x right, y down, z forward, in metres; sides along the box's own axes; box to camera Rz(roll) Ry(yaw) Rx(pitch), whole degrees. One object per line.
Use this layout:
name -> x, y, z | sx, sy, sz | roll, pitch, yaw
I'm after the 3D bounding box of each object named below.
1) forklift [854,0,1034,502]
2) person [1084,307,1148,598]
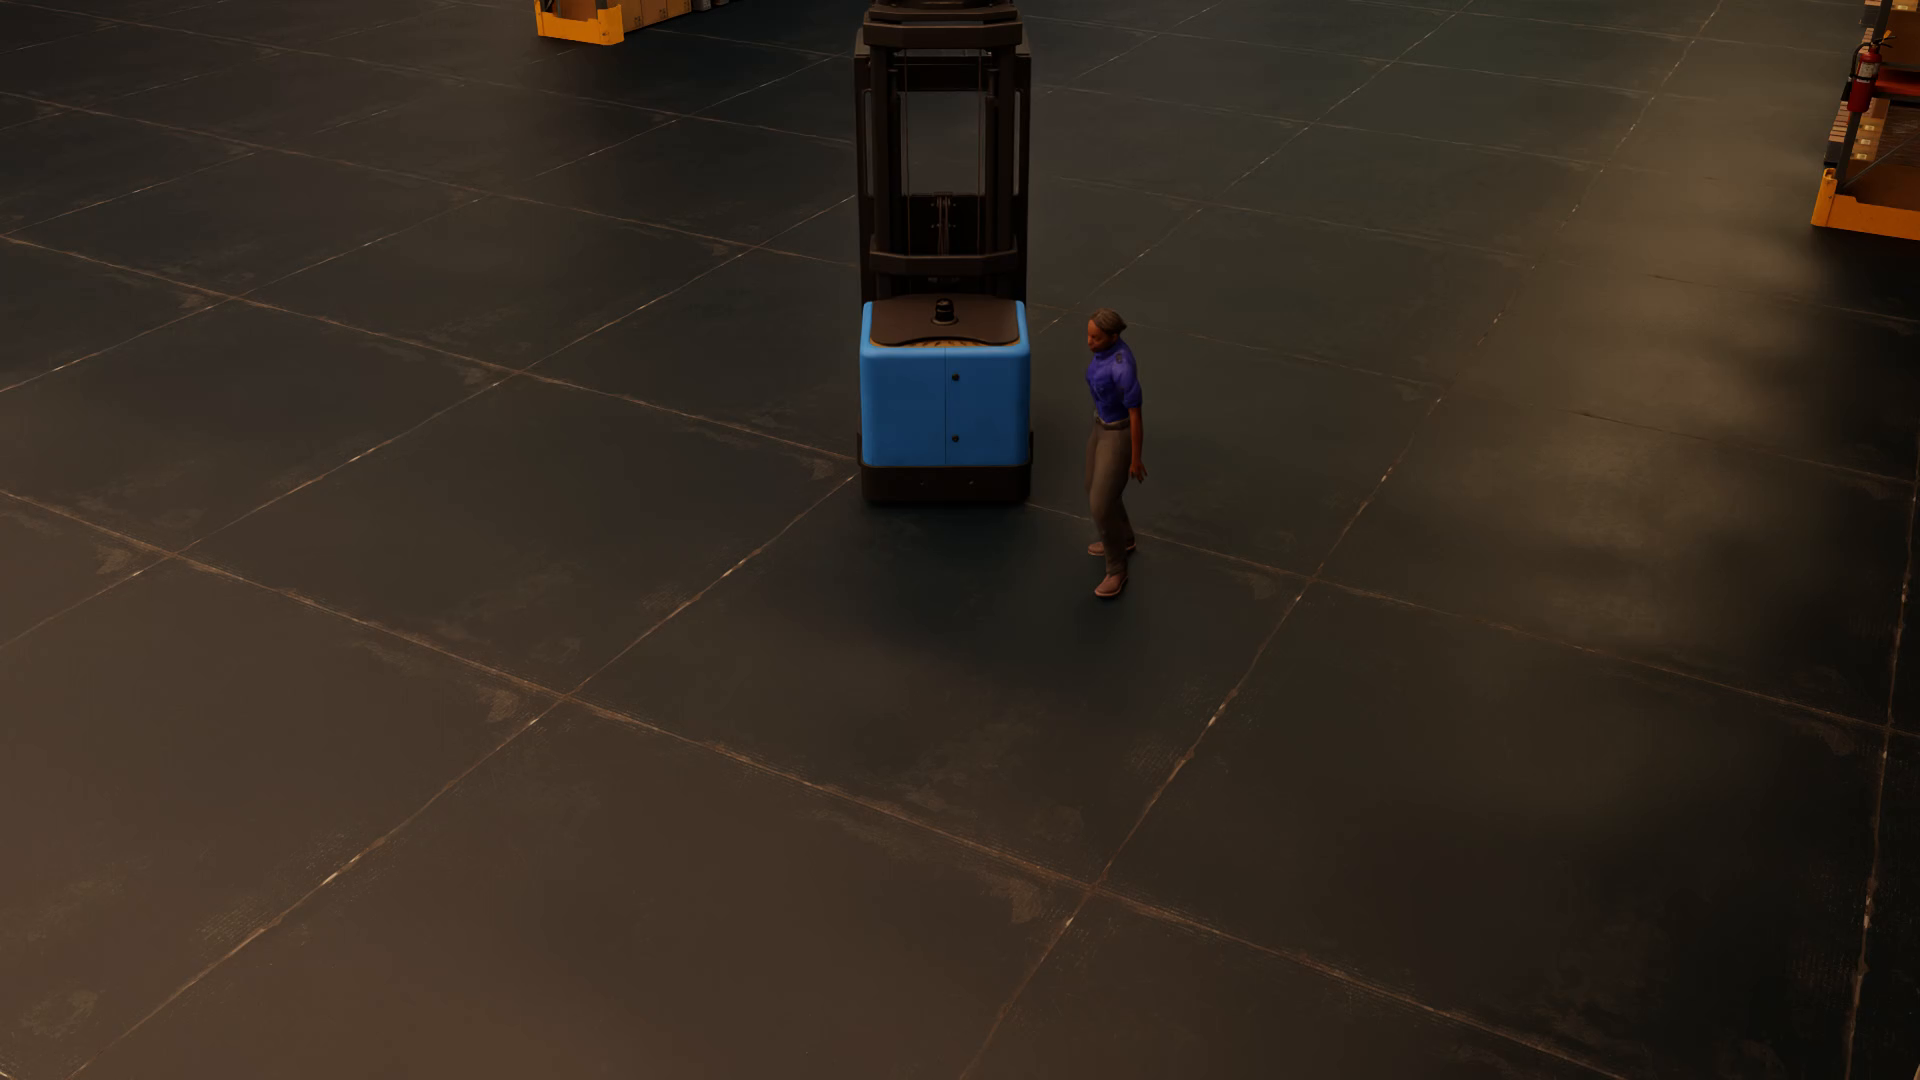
forklift -> -0.112, -2.205, 10.891 | 1.130, 2.935, 3.031 | -1, 30, -1
person -> 0.874, -0.558, 9.369 | 0.391, 1.628, 0.801 | -5, 30, -8
